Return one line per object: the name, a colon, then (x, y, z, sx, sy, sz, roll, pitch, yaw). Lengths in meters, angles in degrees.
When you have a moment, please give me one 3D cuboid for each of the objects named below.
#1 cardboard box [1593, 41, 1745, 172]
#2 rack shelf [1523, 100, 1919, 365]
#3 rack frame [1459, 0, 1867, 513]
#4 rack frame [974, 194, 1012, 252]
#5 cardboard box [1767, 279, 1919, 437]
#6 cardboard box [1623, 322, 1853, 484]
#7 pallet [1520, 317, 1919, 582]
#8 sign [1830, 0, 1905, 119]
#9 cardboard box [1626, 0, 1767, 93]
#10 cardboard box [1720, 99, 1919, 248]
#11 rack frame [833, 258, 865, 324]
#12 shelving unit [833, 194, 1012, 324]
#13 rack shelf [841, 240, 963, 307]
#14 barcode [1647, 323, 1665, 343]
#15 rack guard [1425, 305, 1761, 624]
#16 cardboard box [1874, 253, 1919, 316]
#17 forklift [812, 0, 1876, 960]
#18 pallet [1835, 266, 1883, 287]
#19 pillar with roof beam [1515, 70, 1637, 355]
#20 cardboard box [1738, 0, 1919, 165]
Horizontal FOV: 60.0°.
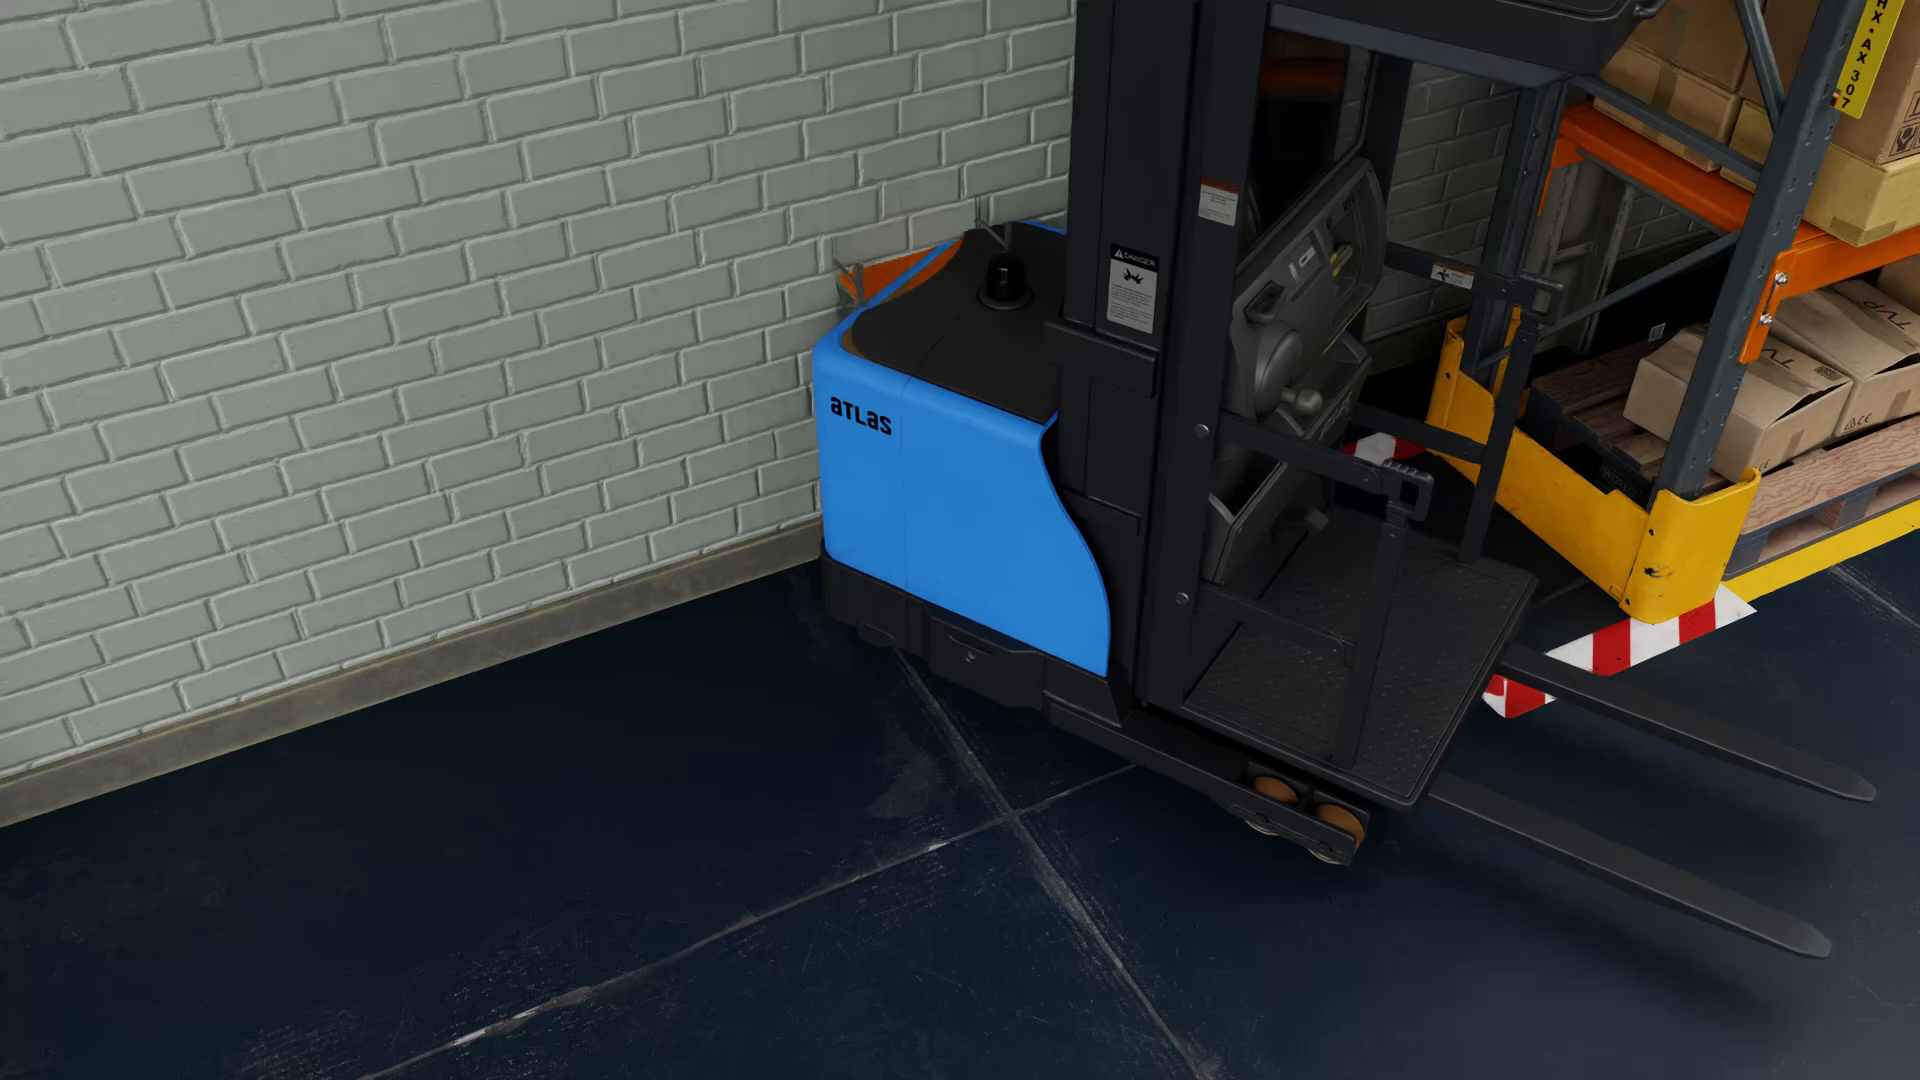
cardboard box: (2.373, -1.420, 5.207, 0.500, 0.250, 0.500, -18, 43, -20)
rack shelf: (3.822, -1.542, 5.806, 4.000, 0.370, 1.077, -19, 44, -21)
rack frame: (2.048, -1.219, 4.869, 0.127, 3.000, 1.000, -19, 44, -21)
rack frame: (0.127, -0.541, 5.428, 0.015, 1.200, 0.240, -19, 41, -18)
cardboard box: (3.209, -0.686, 5.979, 0.500, 0.311, 0.500, -15, 43, -17)
cardboard box: (2.703, -0.516, 5.778, 0.500, 0.311, 0.500, -24, 46, -25)
pallet: (2.853, -0.400, 6.059, 1.213, 0.211, 1.003, -19, 44, -21)
sign: (2.299, -1.239, 4.222, 0.005, 0.325, 0.100, -19, 44, -21)
cardboard box: (2.368, -1.718, 4.979, 0.500, 0.500, 0.500, -19, 44, -21)
cardboard box: (2.628, -1.133, 4.868, 0.500, 0.250, 0.500, -20, 44, -22)
rack frame: (-0.312, -0.391, 5.277, 0.015, 1.200, 0.240, -19, 41, -18)
shelving unit: (-0.093, -0.466, 5.352, 0.503, 1.200, 0.258, -19, 41, -18)
rack shelf: (-0.113, -0.772, 5.107, 0.480, 0.148, 0.258, -19, 41, -18)
barcode: (2.535, -0.754, 6.053, 0.075, 0.075, 0.001, -19, 44, -21)
rack guard: (2.116, -0.288, 5.703, 0.348, 0.500, 1.175, -19, 44, -21)
cardboard box: (3.883, -0.949, 6.143, 0.500, 0.500, 0.700, -21, 45, -23)
forklift: (1.076, -0.605, 4.196, 3.031, 2.935, 1.130, 22, 45, 24)
pallet: (3.933, -0.761, 6.486, 1.213, 0.211, 1.003, -19, 44, -21)
pillar with roof beam: (4.258, -1.747, 0.849, 0.400, 9.000, 9.100, -19, 44, -21)
cardboard box: (2.611, -1.426, 4.633, 0.500, 0.500, 0.500, -19, 44, -21)
